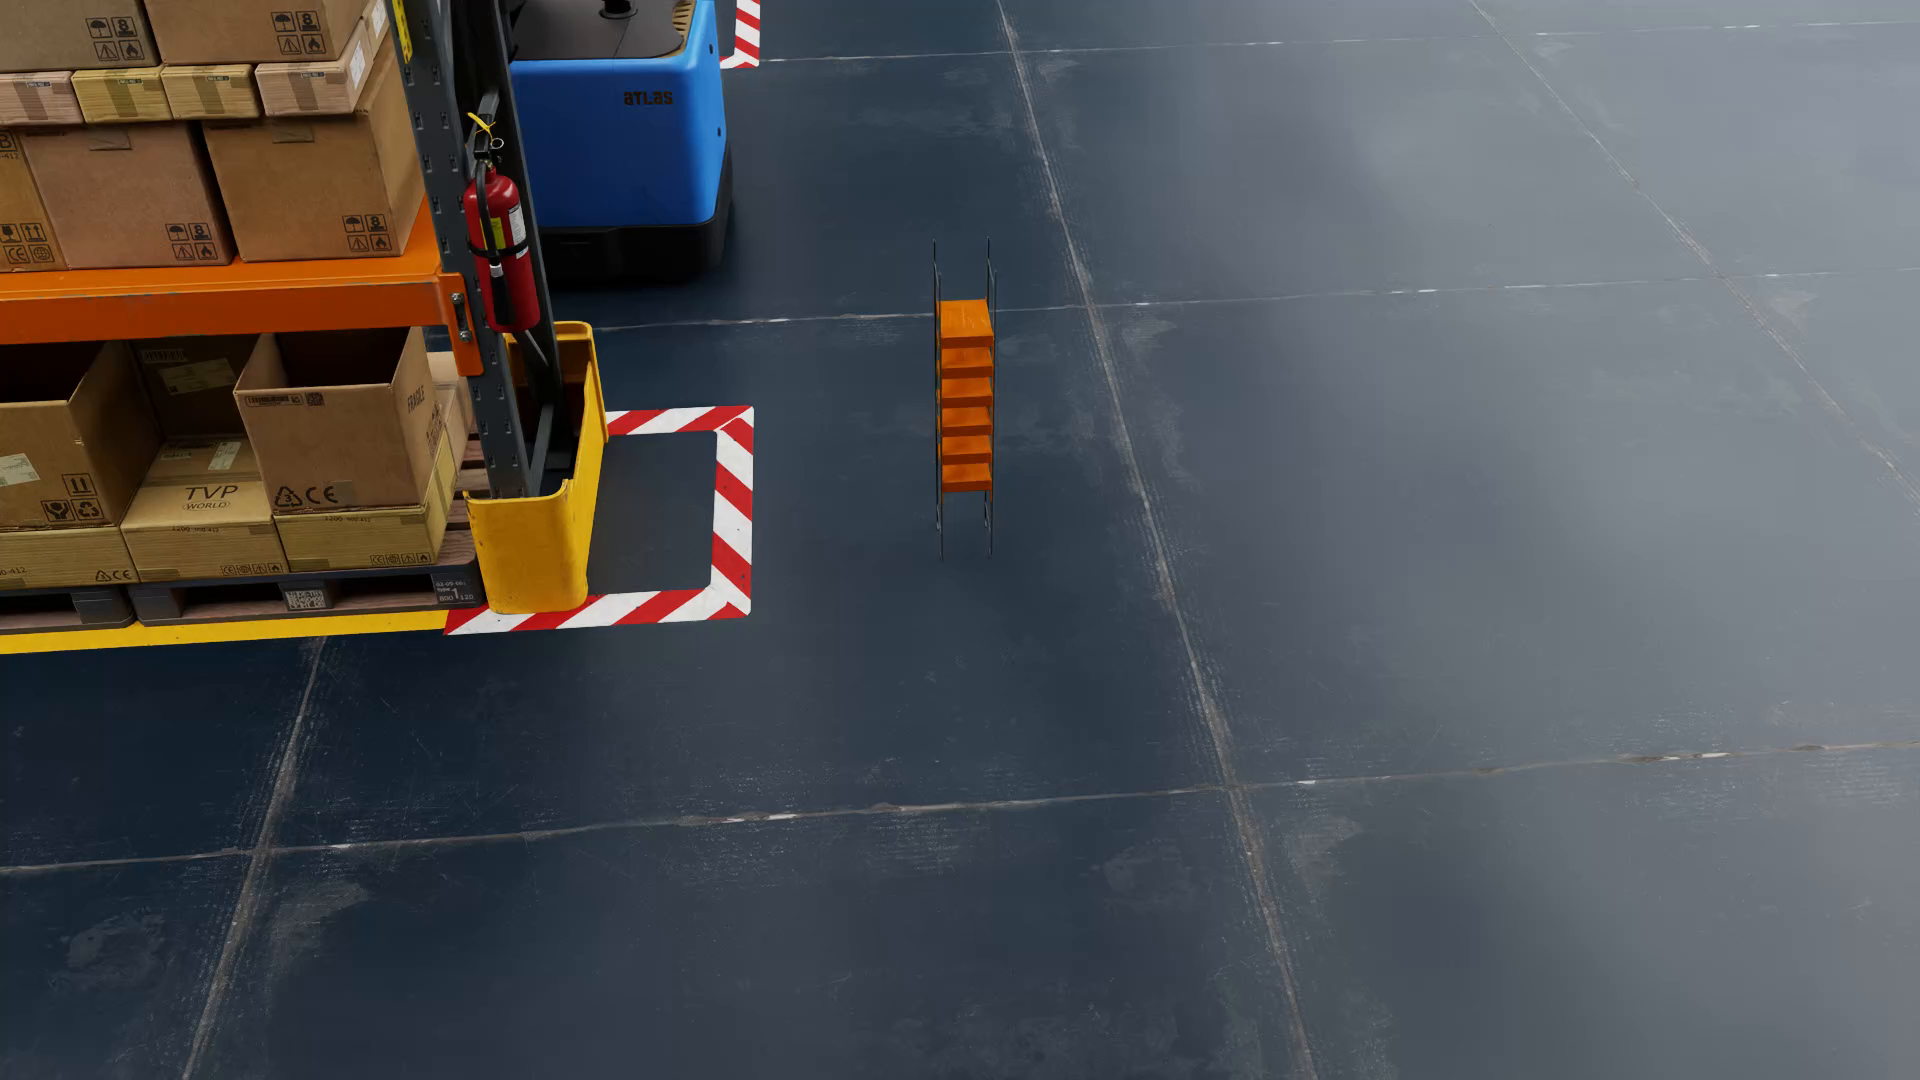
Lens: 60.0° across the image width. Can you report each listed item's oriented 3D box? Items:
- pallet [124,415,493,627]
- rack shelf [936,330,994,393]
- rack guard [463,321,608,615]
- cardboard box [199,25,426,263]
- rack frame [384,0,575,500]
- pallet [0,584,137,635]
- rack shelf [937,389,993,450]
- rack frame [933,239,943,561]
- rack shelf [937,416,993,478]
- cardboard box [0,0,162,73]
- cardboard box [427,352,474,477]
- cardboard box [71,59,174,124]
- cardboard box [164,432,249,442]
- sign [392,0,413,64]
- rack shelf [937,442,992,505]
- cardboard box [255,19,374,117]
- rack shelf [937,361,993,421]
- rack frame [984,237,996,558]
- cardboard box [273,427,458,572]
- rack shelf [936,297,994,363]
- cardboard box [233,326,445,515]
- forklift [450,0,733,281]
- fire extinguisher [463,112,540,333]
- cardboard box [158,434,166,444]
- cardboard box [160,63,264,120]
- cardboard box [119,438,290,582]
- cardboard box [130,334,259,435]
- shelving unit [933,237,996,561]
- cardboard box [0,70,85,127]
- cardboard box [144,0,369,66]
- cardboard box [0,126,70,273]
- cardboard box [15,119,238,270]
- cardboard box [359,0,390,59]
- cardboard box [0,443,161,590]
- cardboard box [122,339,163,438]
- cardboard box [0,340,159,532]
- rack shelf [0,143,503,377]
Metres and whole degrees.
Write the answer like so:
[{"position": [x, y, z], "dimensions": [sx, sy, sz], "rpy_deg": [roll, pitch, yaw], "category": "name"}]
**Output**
[{"position": [-2.345, -0.114, 6.224], "dimensions": [1.213, 0.211, 1.003], "rpy_deg": [-3, 38, -4], "category": "pallet"}, {"position": [0.014, -0.625, 5.758], "dimensions": [0.180, 0.103, 0.258], "rpy_deg": [-3, 38, -4], "category": "rack shelf"}, {"position": [-1.563, -0.297, 6.223], "dimensions": [0.348, 0.500, 1.175], "rpy_deg": [-3, 38, -4], "category": "rack guard"}, {"position": [-2.053, -1.298, 5.393], "dimensions": [0.500, 0.500, 0.700], "rpy_deg": [-3, 38, -4], "category": "cardboard box"}, {"position": [-1.587, -1.277, 5.447], "dimensions": [0.127, 3.000, 1.000], "rpy_deg": [-3, 38, -4], "category": "rack frame"}, {"position": [-3.557, -0.049, 6.142], "dimensions": [1.213, 0.211, 1.003], "rpy_deg": [-3, 38, -4], "category": "pallet"}, {"position": [0.014, -0.437, 5.907], "dimensions": [0.180, 0.103, 0.258], "rpy_deg": [-3, 38, -4], "category": "rack shelf"}, {"position": [-0.077, -0.467, 5.873], "dimensions": [0.006, 1.200, 0.240], "rpy_deg": [-3, 38, -4], "category": "rack frame"}, {"position": [0.014, -0.343, 5.981], "dimensions": [0.180, 0.103, 0.258], "rpy_deg": [-3, 38, -4], "category": "rack shelf"}, {"position": [-2.629, -1.773, 4.947], "dimensions": [0.500, 0.500, 0.700], "rpy_deg": [-4, 38, -5], "category": "cardboard box"}, {"position": [-2.141, -0.470, 6.305], "dimensions": [0.500, 0.250, 0.500], "rpy_deg": [-3, 38, -4], "category": "cardboard box"}, {"position": [-2.466, -1.403, 5.002], "dimensions": [0.250, 0.149, 0.380], "rpy_deg": [-4, 38, -5], "category": "cardboard box"}, {"position": [-2.638, -0.440, 6.267], "dimensions": [0.500, 0.250, 0.500], "rpy_deg": [-3, 38, -4], "category": "cardboard box"}, {"position": [-1.552, -1.489, 4.589], "dimensions": [0.005, 0.325, 0.100], "rpy_deg": [-3, 38, -4], "category": "sign"}, {"position": [0.014, -0.249, 6.056], "dimensions": [0.180, 0.103, 0.258], "rpy_deg": [-3, 38, -4], "category": "rack shelf"}, {"position": [-1.950, -1.432, 5.039], "dimensions": [0.250, 0.149, 0.380], "rpy_deg": [-4, 38, -5], "category": "cardboard box"}, {"position": [0.014, -0.531, 5.833], "dimensions": [0.180, 0.103, 0.258], "rpy_deg": [-3, 38, -4], "category": "rack shelf"}, {"position": [0.106, -0.477, 5.886], "dimensions": [0.006, 1.200, 0.240], "rpy_deg": [-3, 38, -4], "category": "rack frame"}, {"position": [-2.095, -0.150, 5.900], "dimensions": [0.500, 0.250, 0.500], "rpy_deg": [-3, 38, -4], "category": "cardboard box"}, {"position": [0.014, -0.720, 5.684], "dimensions": [0.180, 0.103, 0.258], "rpy_deg": [-3, 38, -4], "category": "rack shelf"}, {"position": [-2.095, -0.444, 5.666], "dimensions": [0.500, 0.500, 0.500], "rpy_deg": [-3, 38, -4], "category": "cardboard box"}, {"position": [-2.650, -2.623, 7.209], "dimensions": [3.031, 2.935, 1.130], "rpy_deg": [-1, 38, -2], "category": "forklift"}, {"position": [-1.428, -0.966, 5.116], "dimensions": [0.183, 0.674, 0.296], "rpy_deg": [-3, 38, -4], "category": "fire extinguisher"}, {"position": [-3.136, -0.413, 6.233], "dimensions": [0.500, 0.250, 0.500], "rpy_deg": [-3, 38, -4], "category": "cardboard box"}, {"position": [-2.211, -1.417, 5.020], "dimensions": [0.250, 0.149, 0.380], "rpy_deg": [-2, 38, -3], "category": "cardboard box"}, {"position": [-2.592, -0.116, 5.856], "dimensions": [0.500, 0.250, 0.500], "rpy_deg": [-3, 38, -4], "category": "cardboard box"}, {"position": [-2.638, -0.736, 6.036], "dimensions": [0.500, 0.500, 0.500], "rpy_deg": [-3, 38, -4], "category": "cardboard box"}, {"position": [0.014, -0.472, 5.879], "dimensions": [0.189, 1.200, 0.258], "rpy_deg": [-3, 38, -4], "category": "shelving unit"}, {"position": [-2.716, -1.390, 4.986], "dimensions": [0.250, 0.149, 0.380], "rpy_deg": [-3, 38, -3], "category": "cardboard box"}, {"position": [-2.106, -1.805, 4.988], "dimensions": [0.500, 0.500, 0.700], "rpy_deg": [-3, 38, -4], "category": "cardboard box"}, {"position": [-3.071, -1.243, 5.323], "dimensions": [0.500, 0.500, 0.700], "rpy_deg": [-3, 38, -4], "category": "cardboard box"}, {"position": [-2.575, -1.267, 5.353], "dimensions": [0.500, 0.500, 0.700], "rpy_deg": [-2, 38, -3], "category": "cardboard box"}, {"position": [-1.997, -1.682, 5.356], "dimensions": [0.250, 0.149, 0.380], "rpy_deg": [-3, 38, -4], "category": "cardboard box"}, {"position": [-3.090, -0.087, 5.820], "dimensions": [0.500, 0.250, 0.500], "rpy_deg": [-3, 38, -4], "category": "cardboard box"}, {"position": [-3.135, -0.700, 5.992], "dimensions": [0.500, 0.500, 0.500], "rpy_deg": [-3, 38, -4], "category": "cardboard box"}, {"position": [-3.089, -0.380, 5.585], "dimensions": [0.500, 0.500, 0.500], "rpy_deg": [-3, 38, -4], "category": "cardboard box"}, {"position": [-3.579, -0.885, 5.530], "dimensions": [4.000, 0.370, 1.077], "rpy_deg": [-3, 38, -4], "category": "rack shelf"}]
